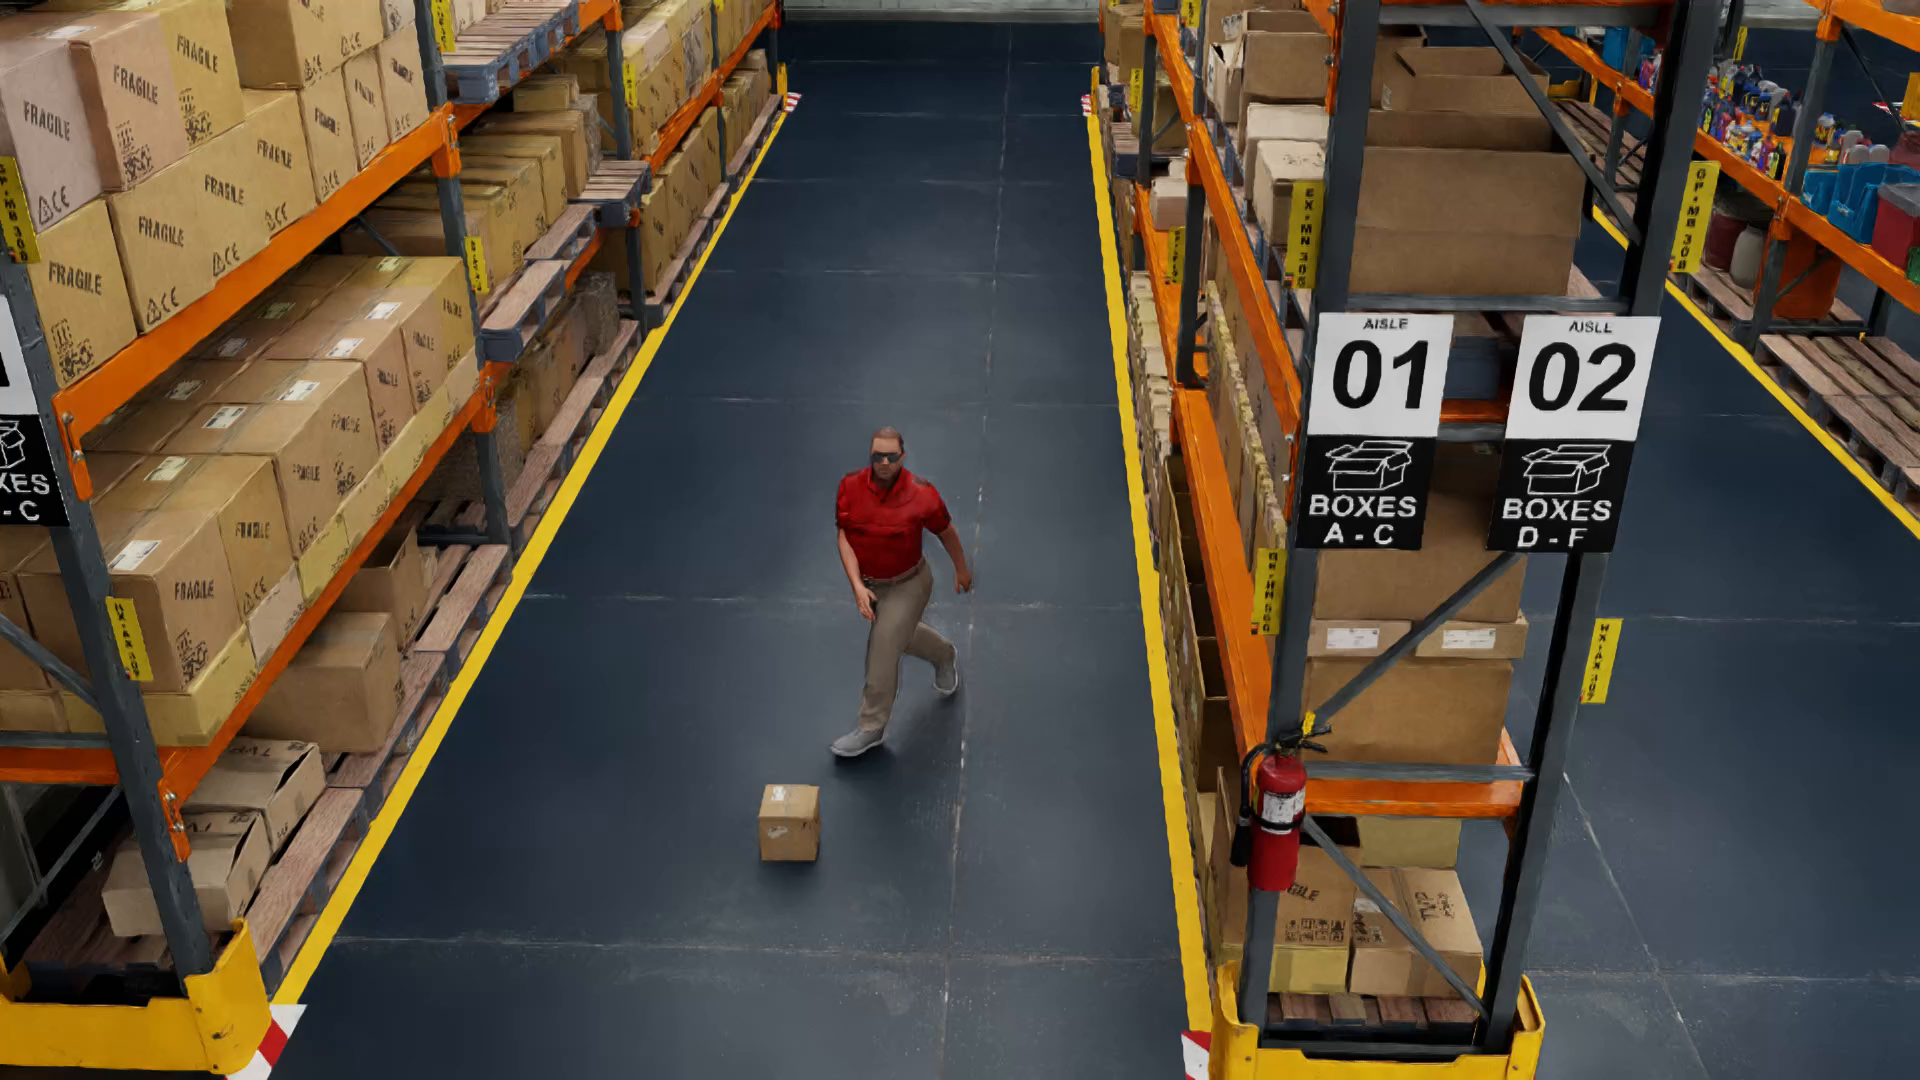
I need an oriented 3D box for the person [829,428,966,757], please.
[{"bbox_3d":[-0.327,0.194,8.299,0.519,1.671,0.993,17,32,29],"label":"person"}]
